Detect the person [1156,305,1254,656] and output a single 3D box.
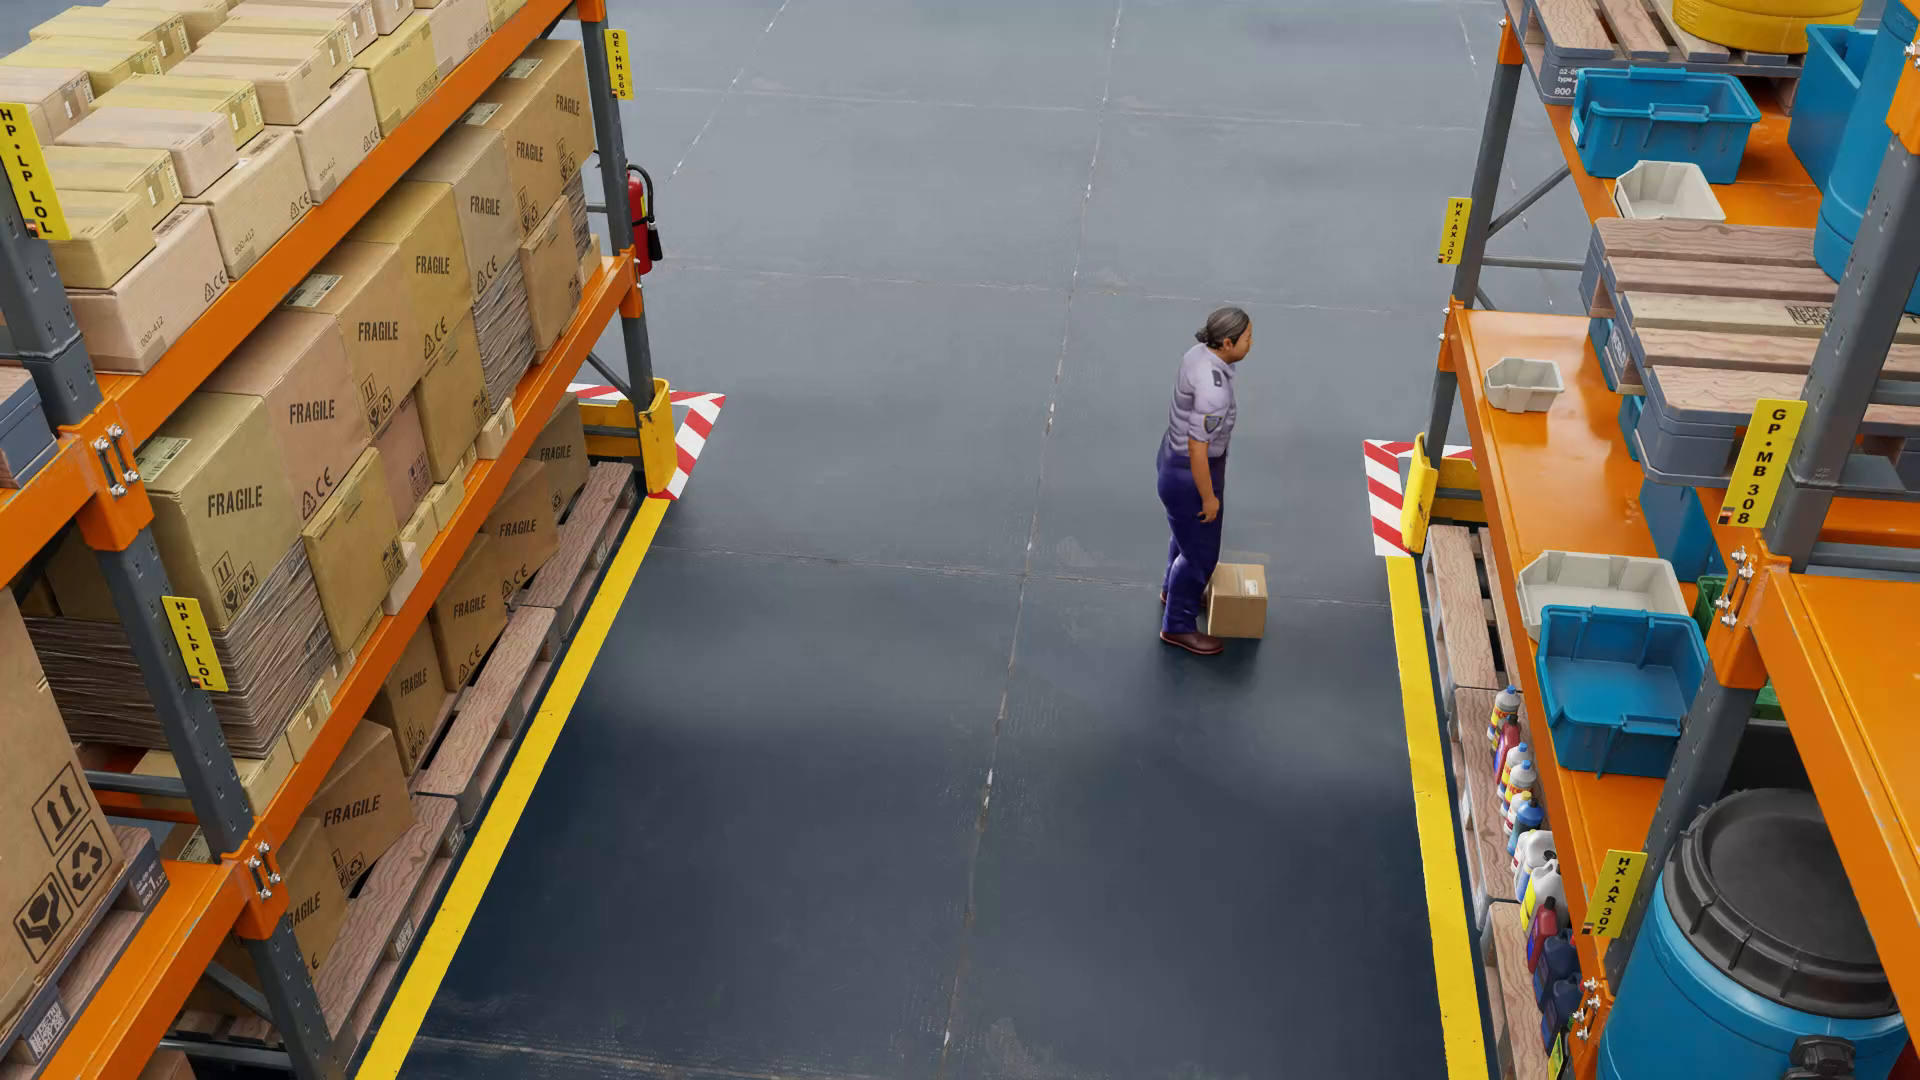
[{"bbox_3d":[1.070,-0.294,7.444,0.375,1.651,0.563,2,36,3],"label":"person"}]
